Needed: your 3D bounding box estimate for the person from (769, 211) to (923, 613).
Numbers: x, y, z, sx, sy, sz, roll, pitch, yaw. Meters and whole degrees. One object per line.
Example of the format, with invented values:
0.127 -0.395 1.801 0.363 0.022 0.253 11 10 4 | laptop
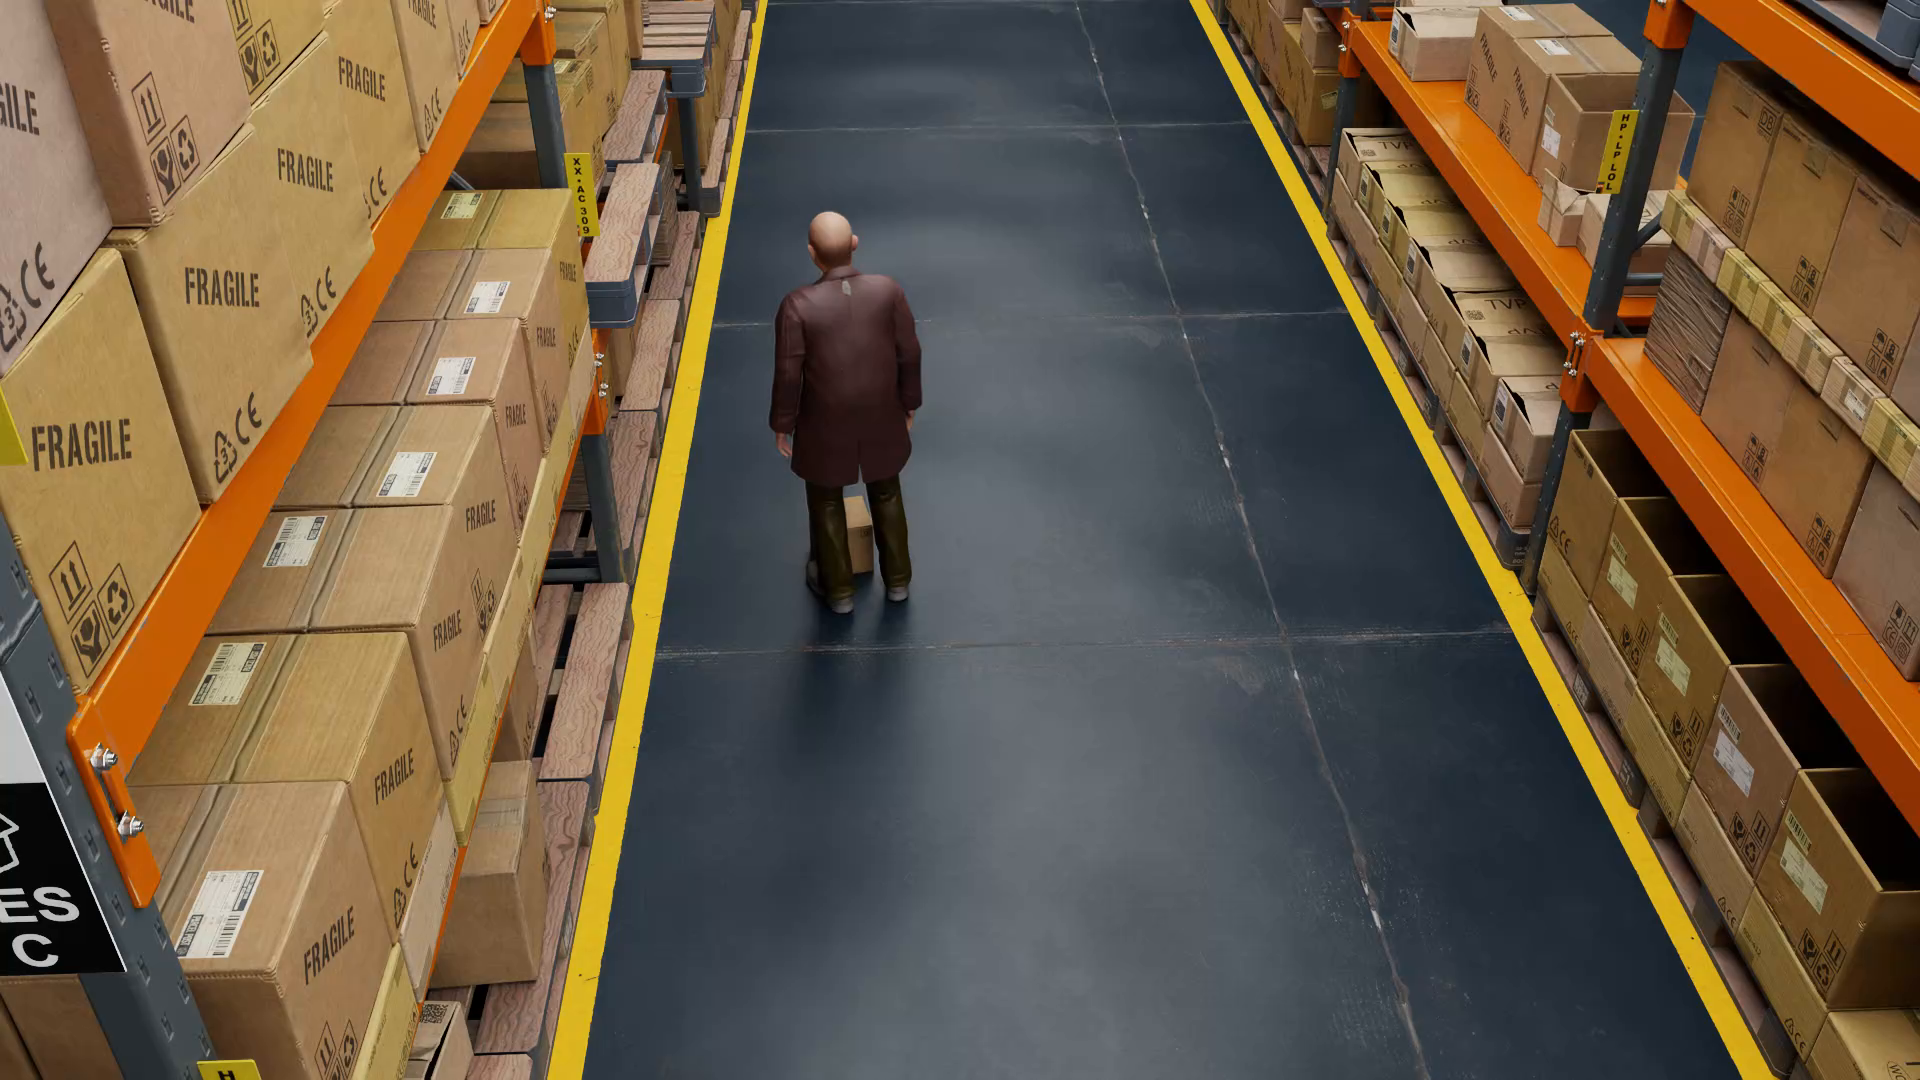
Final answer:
-0.465 -0.504 6.884 0.655 1.774 0.415 -11 36 -15 | person
